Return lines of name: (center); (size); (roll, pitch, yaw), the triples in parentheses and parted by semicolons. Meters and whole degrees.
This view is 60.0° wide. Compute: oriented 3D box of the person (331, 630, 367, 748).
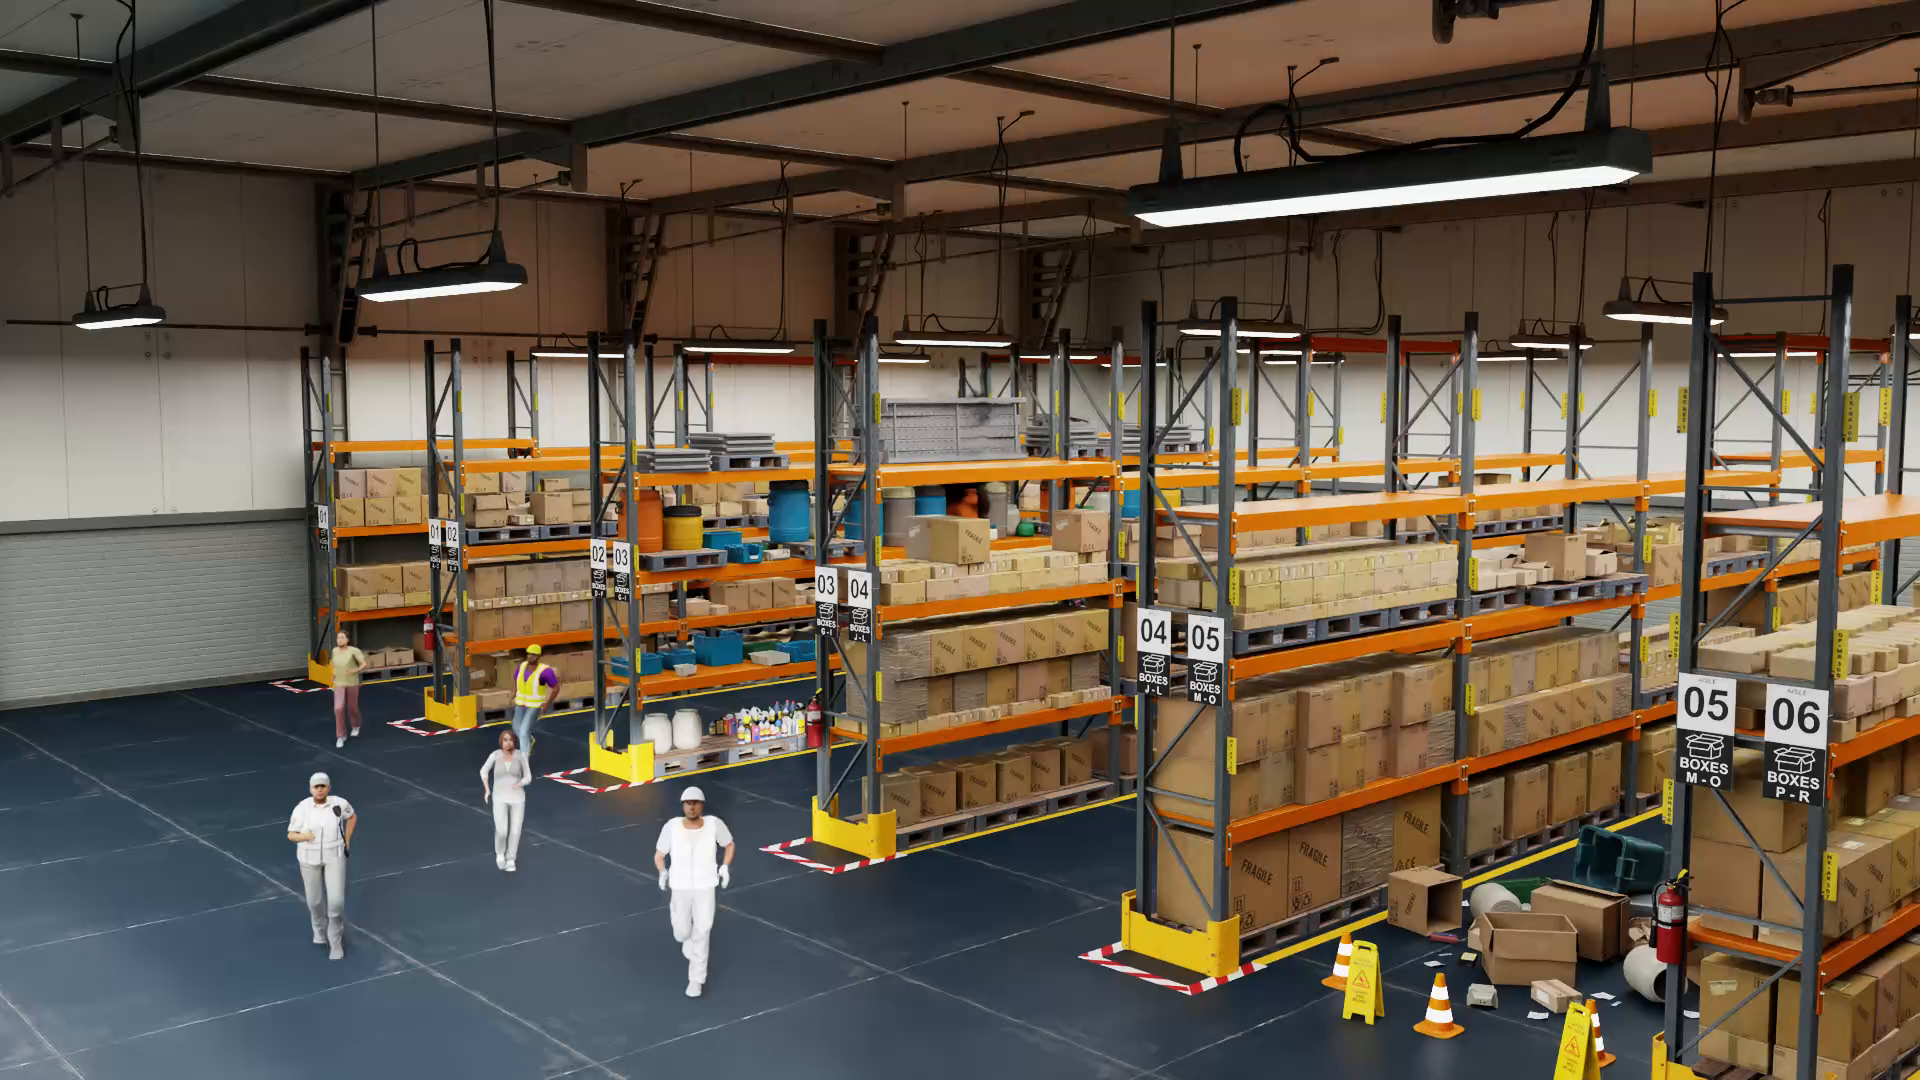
person: (-9.042, 2.168, 24.618); (0.570, 1.710, 0.810); (0, 5, -3)

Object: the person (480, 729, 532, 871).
person: (-4.845, 2.819, 17.804); (0.515, 1.540, 0.596); (-2, 5, -20)

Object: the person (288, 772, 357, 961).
person: (-5.874, 2.991, 15.337); (0.585, 1.719, 0.708); (-2, 5, -18)

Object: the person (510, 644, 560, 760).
person: (-5.898, 2.288, 23.066); (0.739, 1.728, 0.655); (2, 5, 17)

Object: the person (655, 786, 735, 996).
person: (-2.313, 3.016, 14.533); (0.689, 1.753, 0.821); (-1, 5, -6)
